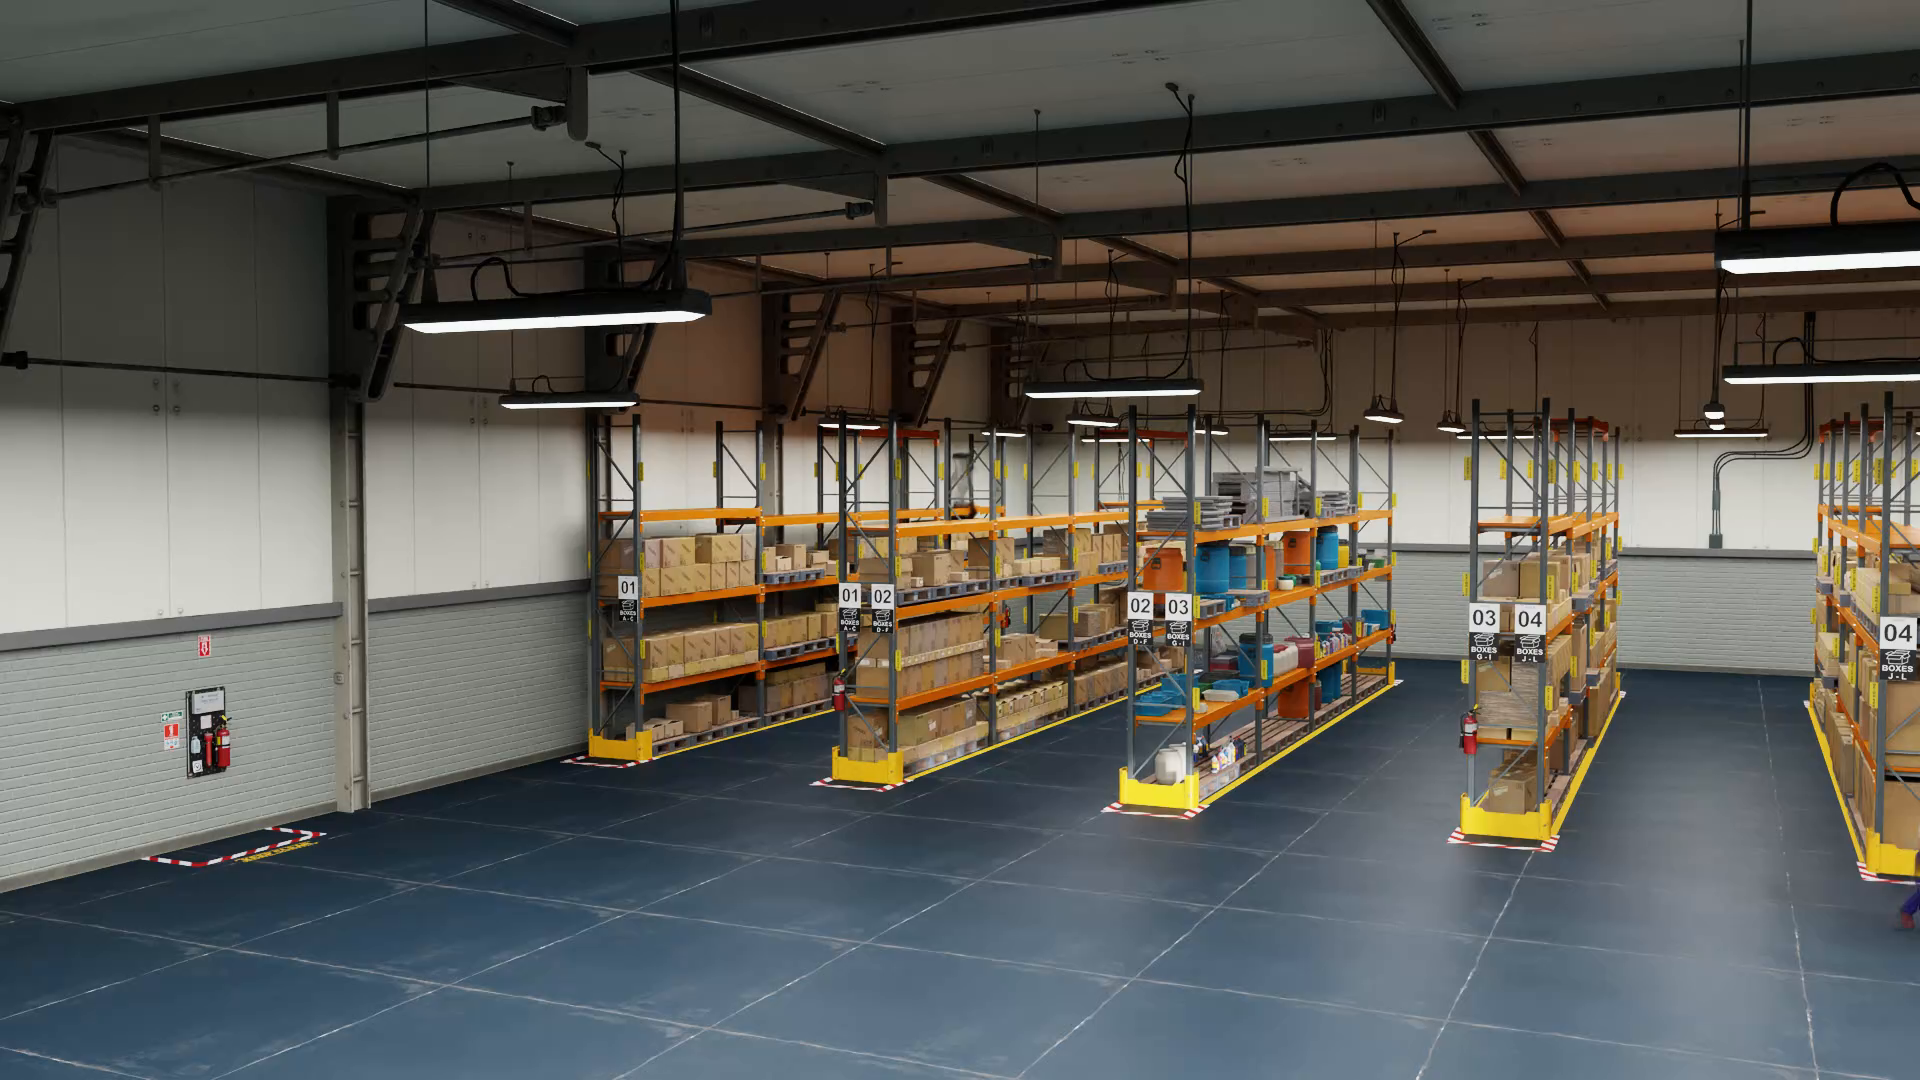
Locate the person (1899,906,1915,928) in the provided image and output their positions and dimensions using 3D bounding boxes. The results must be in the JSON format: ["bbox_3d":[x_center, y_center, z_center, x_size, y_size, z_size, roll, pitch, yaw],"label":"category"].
[{"bbox_3d":[10.455,3.515,17.747,0.648,1.612,0.963,-1,2,-15],"label":"person"}]

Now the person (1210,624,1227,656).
[{"bbox_3d":[6.443,2.514,41.998,0.623,1.493,0.502,-2,3,-38],"label":"person"}]
